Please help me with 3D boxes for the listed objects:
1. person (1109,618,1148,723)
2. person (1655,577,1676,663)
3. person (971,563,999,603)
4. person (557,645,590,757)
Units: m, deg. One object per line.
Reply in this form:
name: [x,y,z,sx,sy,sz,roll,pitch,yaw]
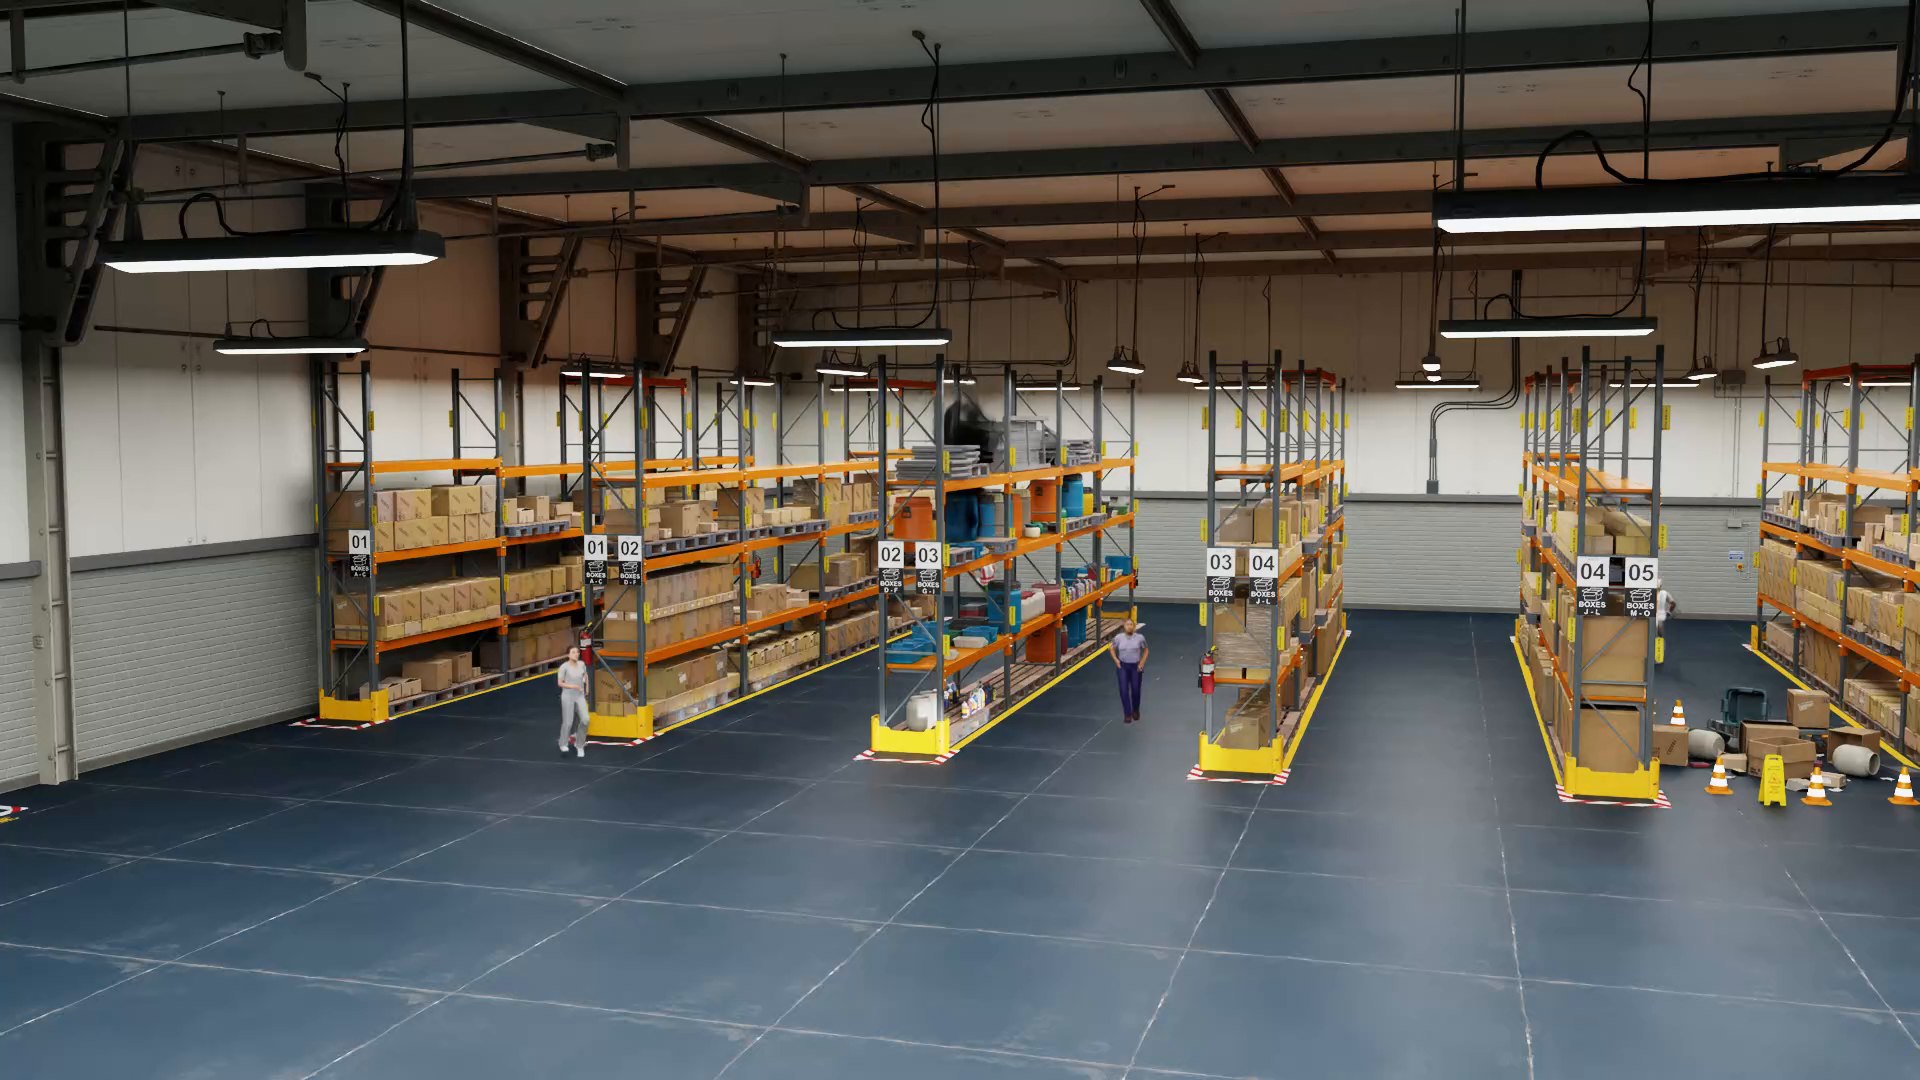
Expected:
person: [2.652,2.050,26.162,0.613,1.621,0.491,1,4,8]
person: [14.278,1.675,34.151,0.660,1.840,0.733,0,4,5]
person: [0.669,1.135,41.876,0.659,1.800,0.745,-3,5,-37]
person: [-5.761,2.414,24.858,0.578,1.721,0.715,-3,5,-39]
